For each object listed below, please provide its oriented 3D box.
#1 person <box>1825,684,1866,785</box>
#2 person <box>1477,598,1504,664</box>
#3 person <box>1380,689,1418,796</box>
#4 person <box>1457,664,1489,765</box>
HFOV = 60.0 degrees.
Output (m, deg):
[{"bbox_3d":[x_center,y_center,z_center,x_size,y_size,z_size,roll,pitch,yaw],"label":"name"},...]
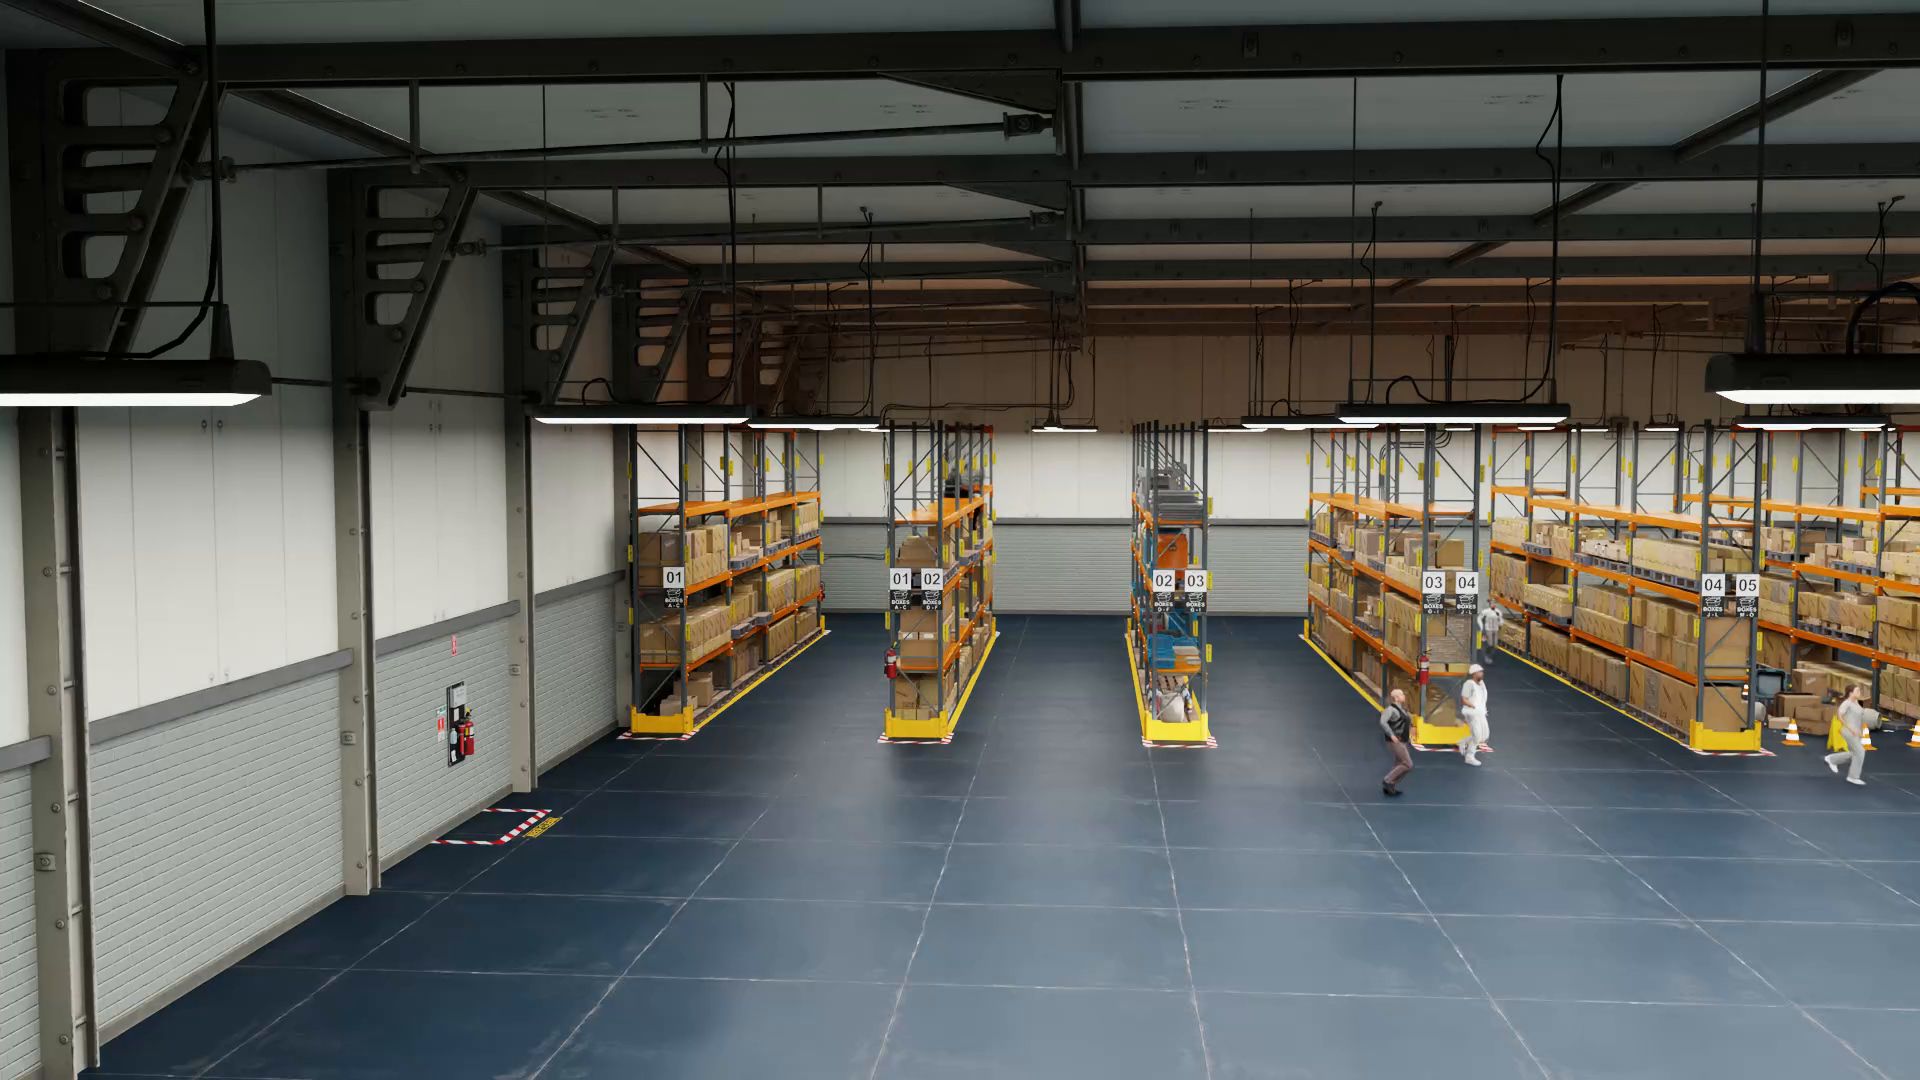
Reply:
[{"bbox_3d":[14.626,3.188,27.455,0.587,1.655,0.679,-3,5,-41],"label":"person"},{"bbox_3d":[13.209,2.265,41.284,0.593,1.660,0.616,0,4,1],"label":"person"},{"bbox_3d":[6.964,3.212,26.332,0.542,1.706,0.642,2,4,30],"label":"person"},{"bbox_3d":[8.959,3.027,28.984,0.639,1.740,0.729,3,5,43],"label":"person"}]
